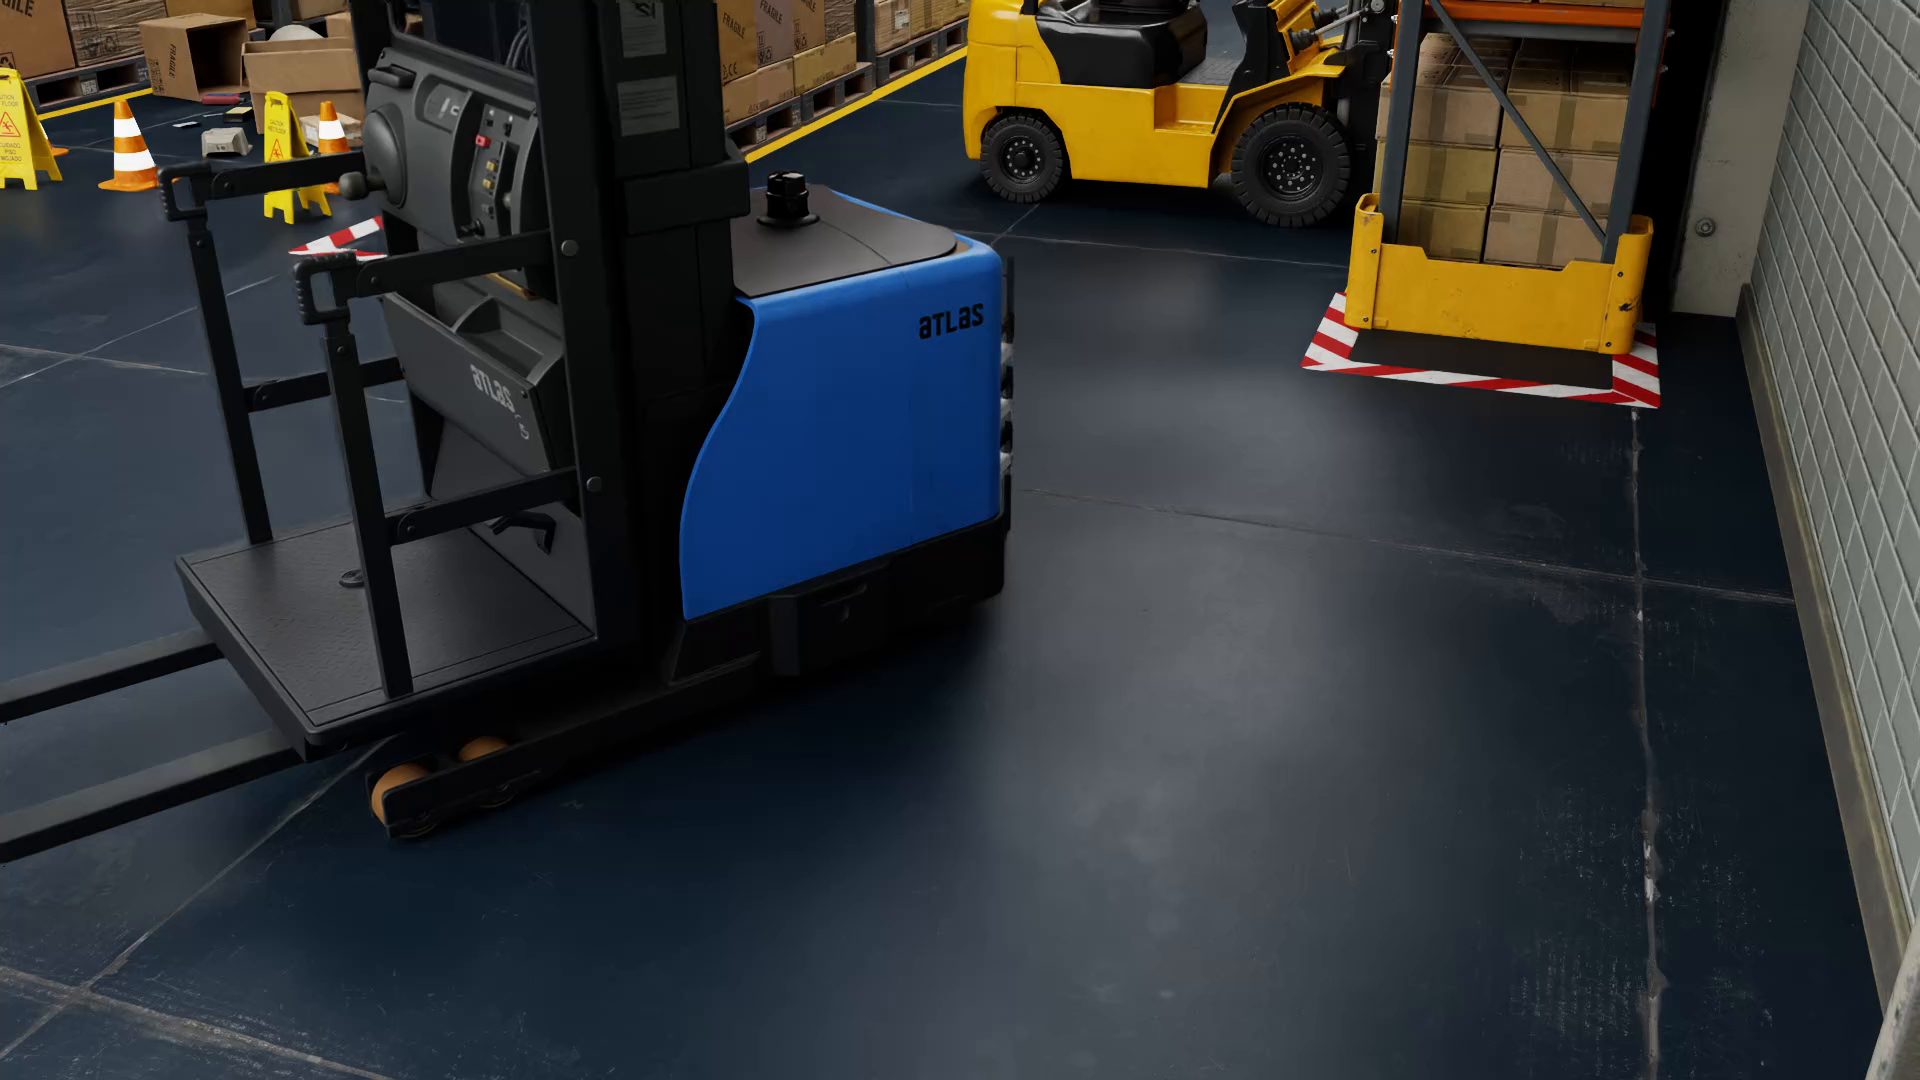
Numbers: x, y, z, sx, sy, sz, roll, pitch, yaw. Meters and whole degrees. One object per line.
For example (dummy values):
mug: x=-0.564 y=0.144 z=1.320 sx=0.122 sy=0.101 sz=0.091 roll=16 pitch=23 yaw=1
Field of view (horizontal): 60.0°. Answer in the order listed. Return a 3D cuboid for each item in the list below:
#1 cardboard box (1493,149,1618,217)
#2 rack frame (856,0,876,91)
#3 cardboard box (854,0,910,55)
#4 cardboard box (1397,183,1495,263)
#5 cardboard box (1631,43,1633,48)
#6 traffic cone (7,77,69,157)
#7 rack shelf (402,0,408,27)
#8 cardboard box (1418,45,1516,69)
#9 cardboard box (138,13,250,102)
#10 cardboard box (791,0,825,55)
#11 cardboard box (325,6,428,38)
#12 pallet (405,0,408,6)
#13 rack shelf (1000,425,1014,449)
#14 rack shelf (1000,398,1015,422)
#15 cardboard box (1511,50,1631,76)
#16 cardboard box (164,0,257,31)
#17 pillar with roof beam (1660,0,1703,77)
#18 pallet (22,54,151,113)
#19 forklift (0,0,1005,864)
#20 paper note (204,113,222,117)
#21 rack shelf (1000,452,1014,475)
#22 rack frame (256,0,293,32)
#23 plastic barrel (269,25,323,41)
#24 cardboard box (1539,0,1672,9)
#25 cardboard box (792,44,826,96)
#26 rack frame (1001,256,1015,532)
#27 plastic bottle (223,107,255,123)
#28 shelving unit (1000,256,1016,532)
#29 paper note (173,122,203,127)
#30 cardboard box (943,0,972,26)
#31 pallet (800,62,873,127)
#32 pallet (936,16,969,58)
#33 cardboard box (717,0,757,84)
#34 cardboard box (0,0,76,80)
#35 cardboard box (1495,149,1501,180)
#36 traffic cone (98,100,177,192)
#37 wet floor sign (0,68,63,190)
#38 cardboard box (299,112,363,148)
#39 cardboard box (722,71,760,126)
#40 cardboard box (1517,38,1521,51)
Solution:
cardboard box: x=2.611 y=-1.606 z=7.224 sx=0.500 sy=0.250 sz=0.500 roll=9 pitch=27 yaw=18
rack frame: x=-1.092 y=-4.628 z=11.367 sx=1.000 sy=3.000 sz=0.127 roll=9 pitch=27 yaw=17
cardboard box: x=-0.920 y=-3.851 z=12.294 sx=0.950 sy=0.372 sz=0.625 roll=9 pitch=27 yaw=18
cardboard box: x=2.117 y=-1.457 z=7.490 sx=0.500 sy=0.250 sz=0.500 roll=9 pitch=27 yaw=18
cardboard box: x=3.114 y=-2.457 z=8.409 sx=0.500 sy=0.250 sz=0.500 roll=8 pitch=27 yaw=16
traffic cone: x=-5.609 y=-2.532 z=9.947 sx=0.336 sy=0.463 sz=0.334 roll=9 pitch=27 yaw=17
rack shelf: x=-1.758 y=-3.483 z=9.827 sx=1.077 sy=0.370 sz=4.000 roll=9 pitch=27 yaw=17
cardboard box: x=2.282 y=-2.113 z=7.698 sx=0.500 sy=0.250 sz=0.500 roll=9 pitch=27 yaw=18
cardboard box: x=-5.343 y=-3.394 z=11.683 sx=0.500 sy=0.500 sz=0.500 roll=14 pitch=29 yaw=26
cardboard box: x=-1.204 y=-3.426 z=10.697 sx=0.500 sy=0.500 sz=0.500 roll=9 pitch=27 yaw=18
cardboard box: x=-3.923 y=-3.397 z=11.532 sx=0.797 sy=0.637 sz=0.503 roll=9 pitch=27 yaw=17
pallet: x=-5.204 y=-4.881 z=15.088 sx=1.003 sy=0.211 sz=1.213 roll=9 pitch=27 yaw=17
rack shelf: x=0.011 y=-0.300 z=5.119 sx=0.258 sy=0.077 sz=0.200 roll=10 pitch=27 yaw=19
rack shelf: x=0.011 y=-0.381 z=5.080 sx=0.258 sy=0.077 sz=0.200 roll=10 pitch=27 yaw=19
cardboard box: x=2.760 y=-2.044 z=7.555 sx=0.500 sy=0.250 sz=0.500 roll=9 pitch=27 yaw=18
cardboard box: x=-6.069 y=-4.289 z=12.623 sx=0.875 sy=0.875 sz=0.875 roll=9 pitch=27 yaw=18
pillar with roof beam: x=1.277 y=-8.212 z=11.884 sx=9.100 sy=9.000 sz=0.400 roll=9 pitch=27 yaw=17
pallet: x=-6.525 y=-3.246 z=11.711 sx=1.003 sy=0.211 sz=1.213 roll=9 pitch=27 yaw=17
forklift: x=-1.349 y=-0.894 z=3.733 sx=3.031 sy=2.935 sz=1.130 roll=-19 pitch=31 yaw=-33
paper note: x=-4.984 y=-2.837 z=11.098 sx=0.123 sy=0.001 sz=0.032 roll=-20 pitch=33 yaw=-36
rack shelf: x=0.011 y=-0.218 z=5.158 sx=0.258 sy=0.077 sz=0.200 roll=10 pitch=27 yaw=19
rack frame: x=-5.794 y=-5.305 z=12.764 sx=1.000 sy=3.000 sz=0.127 roll=9 pitch=27 yaw=17
plastic barrel: x=-4.725 y=-3.457 z=11.903 sx=0.421 sy=0.421 sz=0.512 roll=-14 pitch=29 yaw=-27
cardboard box: x=2.686 y=-2.475 z=6.804 sx=0.500 sy=0.500 sz=0.500 roll=10 pitch=27 yaw=19
cardboard box: x=-1.203 y=-3.078 z=10.838 sx=0.500 sy=0.250 sz=0.500 roll=8 pitch=27 yaw=16
rack frame: x=0.048 y=-0.452 z=5.150 sx=0.240 sy=0.900 sz=0.006 roll=10 pitch=27 yaw=19
plastic bottle: x=-4.759 y=-2.822 z=11.009 sx=0.133 sy=0.061 sz=0.283 roll=0 pitch=26 yaw=-1
shelving unit: x=0.011 y=-0.411 z=5.065 sx=0.258 sy=0.900 sz=0.210 roll=10 pitch=27 yaw=19
paper note: x=-5.016 y=-2.705 z=10.804 sx=0.144 sy=0.017 sz=0.142 roll=20 pitch=32 yaw=35
cardboard box: x=-0.454 y=-4.433 z=13.496 sx=0.950 sy=0.372 sz=0.625 roll=10 pitch=27 yaw=19
pallet: x=-1.282 y=-3.092 z=11.394 sx=1.003 sy=0.211 sz=1.213 roll=9 pitch=27 yaw=17
pallet: x=-0.430 y=-4.197 z=13.675 sx=1.003 sy=0.211 sz=1.213 roll=9 pitch=27 yaw=17
cardboard box: x=-1.542 y=-2.995 z=9.807 sx=0.500 sy=0.500 sz=0.500 roll=9 pitch=27 yaw=18
cardboard box: x=-6.671 y=-3.544 z=11.084 sx=0.875 sy=0.875 sz=0.875 roll=8 pitch=27 yaw=17
cardboard box: x=2.303 y=-1.893 z=7.817 sx=0.500 sy=0.250 sz=0.500 roll=8 pitch=27 yaw=17
traffic cone: x=-4.657 y=-2.228 z=9.320 sx=0.336 sy=0.463 sz=0.334 roll=9 pitch=27 yaw=17
wet floor sign: x=-5.267 y=-2.302 z=9.265 sx=0.267 sy=0.644 sz=0.232 roll=4 pitch=26 yaw=8
cardboard box: x=-3.892 y=-2.533 z=10.311 sx=0.250 sy=0.149 sz=0.380 roll=-20 pitch=33 yaw=-36
cardboard box: x=-1.547 y=-2.662 z=9.980 sx=0.500 sy=0.250 sz=0.500 roll=11 pitch=28 yaw=21
cardboard box: x=2.617 y=-2.529 z=8.557 sx=0.500 sy=0.250 sz=0.500 roll=8 pitch=27 yaw=16
